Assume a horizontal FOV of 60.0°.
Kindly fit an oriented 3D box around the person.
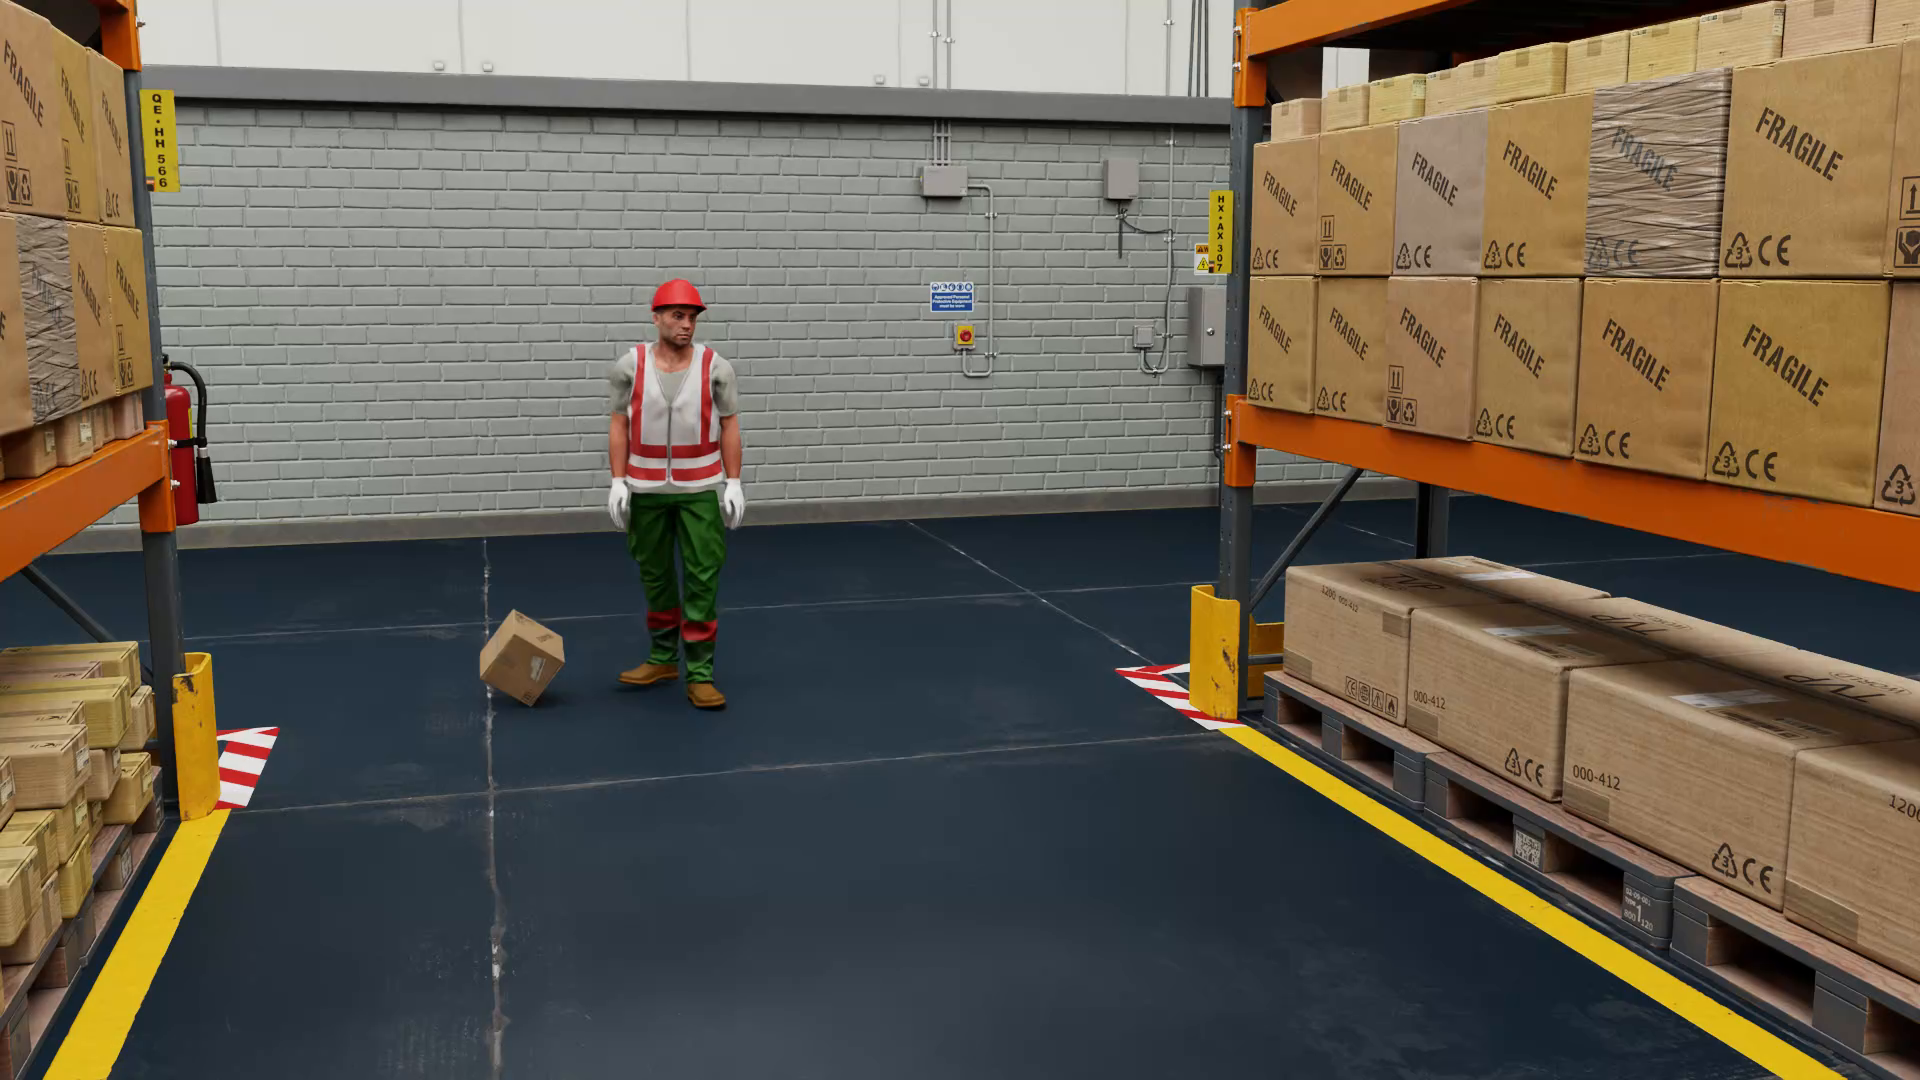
[{"bbox_3d":[-1.204,-0.206,7.066,0.573,1.791,0.558,0,9,-3],"label":"person"}]
